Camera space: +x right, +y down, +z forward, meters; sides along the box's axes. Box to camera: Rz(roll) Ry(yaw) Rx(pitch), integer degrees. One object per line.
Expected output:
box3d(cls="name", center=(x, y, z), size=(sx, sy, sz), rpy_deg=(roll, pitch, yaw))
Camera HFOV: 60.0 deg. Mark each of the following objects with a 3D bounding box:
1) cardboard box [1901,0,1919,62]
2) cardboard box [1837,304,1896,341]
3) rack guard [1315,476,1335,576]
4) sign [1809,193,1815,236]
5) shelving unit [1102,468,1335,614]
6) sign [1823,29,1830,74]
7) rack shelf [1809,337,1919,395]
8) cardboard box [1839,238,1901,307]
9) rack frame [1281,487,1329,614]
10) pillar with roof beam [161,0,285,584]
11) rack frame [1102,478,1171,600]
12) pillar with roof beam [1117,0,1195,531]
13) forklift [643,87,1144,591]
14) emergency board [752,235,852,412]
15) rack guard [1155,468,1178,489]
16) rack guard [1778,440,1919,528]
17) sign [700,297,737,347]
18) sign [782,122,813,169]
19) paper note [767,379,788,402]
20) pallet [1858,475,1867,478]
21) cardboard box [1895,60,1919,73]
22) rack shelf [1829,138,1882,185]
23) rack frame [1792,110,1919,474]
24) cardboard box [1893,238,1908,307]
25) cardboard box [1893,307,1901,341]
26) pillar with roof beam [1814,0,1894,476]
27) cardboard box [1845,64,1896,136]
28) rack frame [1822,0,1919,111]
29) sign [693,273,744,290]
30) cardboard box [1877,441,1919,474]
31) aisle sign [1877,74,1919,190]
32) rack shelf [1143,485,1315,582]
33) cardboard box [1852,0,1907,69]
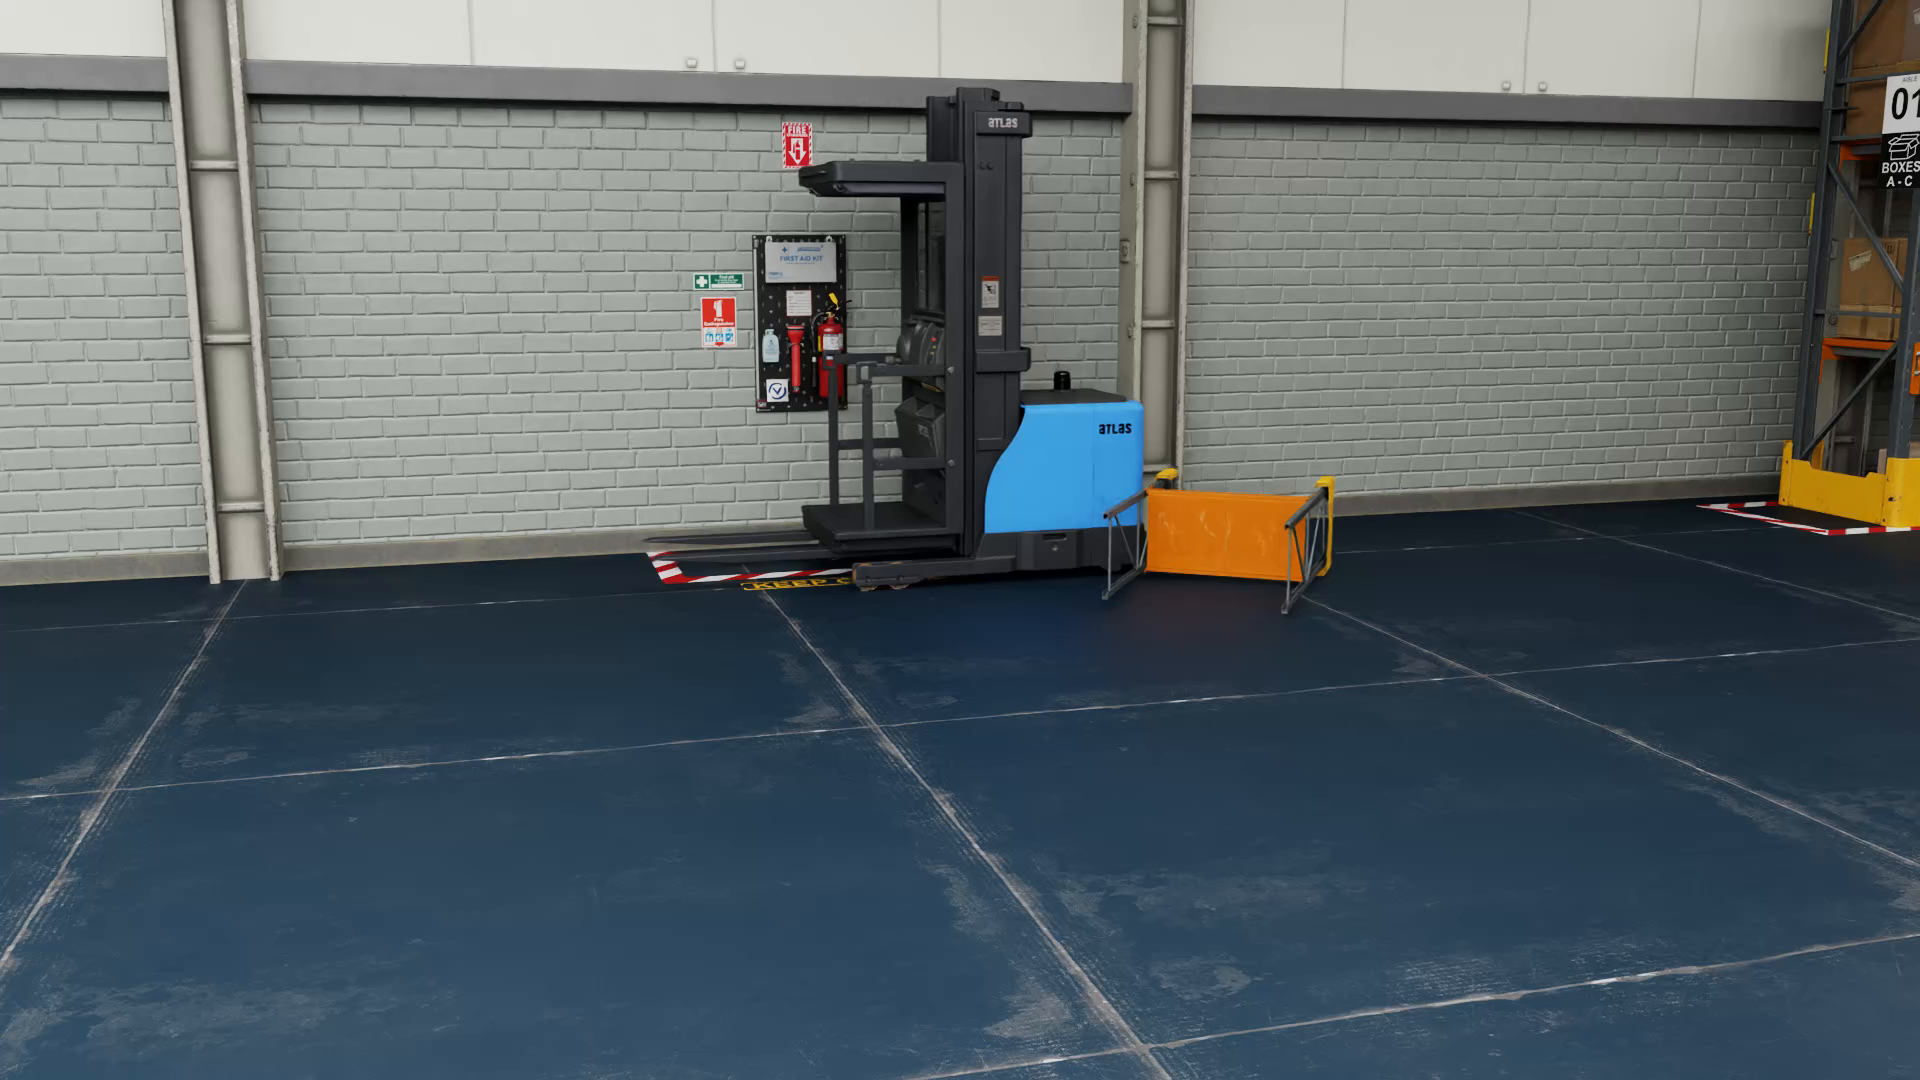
box3d(cls="cardboard box", center=(7.119, -3.671, 11.827), size=(0.500, 0.500, 0.500), rpy_deg=(-4, 11, -20))
box3d(cls="cardboard box", center=(7.076, -1.662, 12.646), size=(0.500, 0.250, 0.500), rpy_deg=(-3, 11, -15))
box3d(cls="rack guard", center=(2.252, -0.088, 10.306), size=(0.087, 0.587, 0.250), rpy_deg=(4, 12, 20))
box3d(cls="sign", center=(6.545, -2.491, 12.719), size=(0.005, 0.325, 0.100), rpy_deg=(-3, 11, -16))
box3d(cls="shelving unit", center=(1.567, -0.008, 9.902), size=(1.083, 0.587, 1.500), rpy_deg=(4, 12, 20))
box3d(cls="sign", center=(6.545, -3.676, 12.501), size=(0.005, 0.325, 0.100), rpy_deg=(-3, 11, -16))
box3d(cls="rack shelf", center=(8.601, -1.416, 12.938), size=(4.000, 0.370, 1.077), rpy_deg=(-3, 11, -16))
box3d(cls="cardboard box", center=(7.074, -2.034, 12.597), size=(0.500, 0.500, 0.500), rpy_deg=(-3, 11, -17))
box3d(cls="rack frame", center=(2.034, 0.023, 9.731), size=(0.032, 0.500, 1.500), rpy_deg=(4, 12, 20))
box3d(cls="pillar with roof beam", center=(-3.207, -3.449, 5.425), size=(0.400, 9.000, 9.100), rpy_deg=(-3, 11, -16))
box3d(cls="rack frame", center=(1.082, -0.041, 10.080), size=(0.032, 0.500, 1.500), rpy_deg=(4, 12, 20))
box3d(cls="pillar with roof beam", center=(2.554, -3.752, 7.075), size=(0.400, 9.000, 9.100), rpy_deg=(-3, 11, -16))
box3d(cls="forklift", center=(-0.424, -1.243, 10.201), size=(3.031, 2.935, 1.130), rpy_deg=(-3, 11, -16))
box3d(cls="emergency board", center=(-1.033, -1.432, 11.040), size=(0.643, 1.169, 0.194), rpy_deg=(-3, 11, -16))
box3d(cls="rack guard", center=(1.319, -0.151, 10.649), size=(0.087, 0.587, 0.250), rpy_deg=(4, 12, 20))
box3d(cls="rack guard", center=(6.754, -0.443, 12.570), size=(0.348, 0.500, 1.175), rpy_deg=(-3, 11, -16))
box3d(cls="sign", center=(-1.592, -1.439, 10.982), size=(0.234, 0.329, 0.001), rpy_deg=(-3, 11, -16))
box3d(cls="sign", center=(-1.068, -2.589, 10.922), size=(0.199, 0.298, 0.001), rpy_deg=(-3, 11, -16))
box3d(cls="paper note", center=(-1.222, -1.002, 11.136), size=(0.142, 0.148, 0.016), rpy_deg=(-3, 11, -16))
box3d(cls="pallet", center=(7.544, -0.336, 12.786), size=(1.213, 0.211, 1.003), rpy_deg=(-3, 11, -16))
box3d(cls="cardboard box", center=(7.072, -3.176, 11.897), size=(0.500, 0.500, 0.500), rpy_deg=(-3, 11, -14))
box3d(cls="rack shelf", center=(8.601, -2.891, 12.666), size=(4.000, 0.370, 1.077), rpy_deg=(-3, 11, -16))
box3d(cls="rack frame", center=(6.681, -1.668, 12.323), size=(0.127, 3.000, 1.000), rpy_deg=(-3, 11, -16))
box3d(cls="cardboard box", center=(7.224, -1.945, 12.114), size=(0.500, 0.500, 0.500), rpy_deg=(-3, 11, -16))
box3d(cls="cardboard box", center=(7.238, -1.574, 12.169), size=(0.500, 0.250, 0.500), rpy_deg=(-3, 11, -18))
box3d(cls="pillar with roof beam", center=(8.315, -4.056, 8.724), size=(0.400, 9.000, 9.100), rpy_deg=(-3, 11, -16))
box3d(cls="cardboard box", center=(7.011, -3.268, 12.394), size=(0.500, 0.500, 0.500), rpy_deg=(-2, 11, -12))
box3d(cls="rack frame", center=(6.681, -4.619, 11.780), size=(0.127, 3.000, 1.000), rpy_deg=(-3, 11, -16))
box3d(cls="sign", center=(-1.586, -1.699, 10.927), size=(0.331, 0.109, 0.001), rpy_deg=(-3, 11, -16))
box3d(cls="cardboard box", center=(7.371, -0.582, 12.632), size=(0.500, 0.311, 0.500), rpy_deg=(-4, 11, -22))
box3d(cls="aisle sign", center=(6.696, -2.891, 11.785), size=(0.004, 0.787, 0.394), rpy_deg=(-3, 11, -16))
box3d(cls="rack shelf", center=(1.621, -0.041, 10.071), size=(1.000, 0.538, 0.185), rpy_deg=(4, 12, 20))
box3d(cls="cardboard box", center=(7.022, -3.761, 12.316), size=(0.500, 0.500, 0.500), rpy_deg=(-3, 11, -13))
